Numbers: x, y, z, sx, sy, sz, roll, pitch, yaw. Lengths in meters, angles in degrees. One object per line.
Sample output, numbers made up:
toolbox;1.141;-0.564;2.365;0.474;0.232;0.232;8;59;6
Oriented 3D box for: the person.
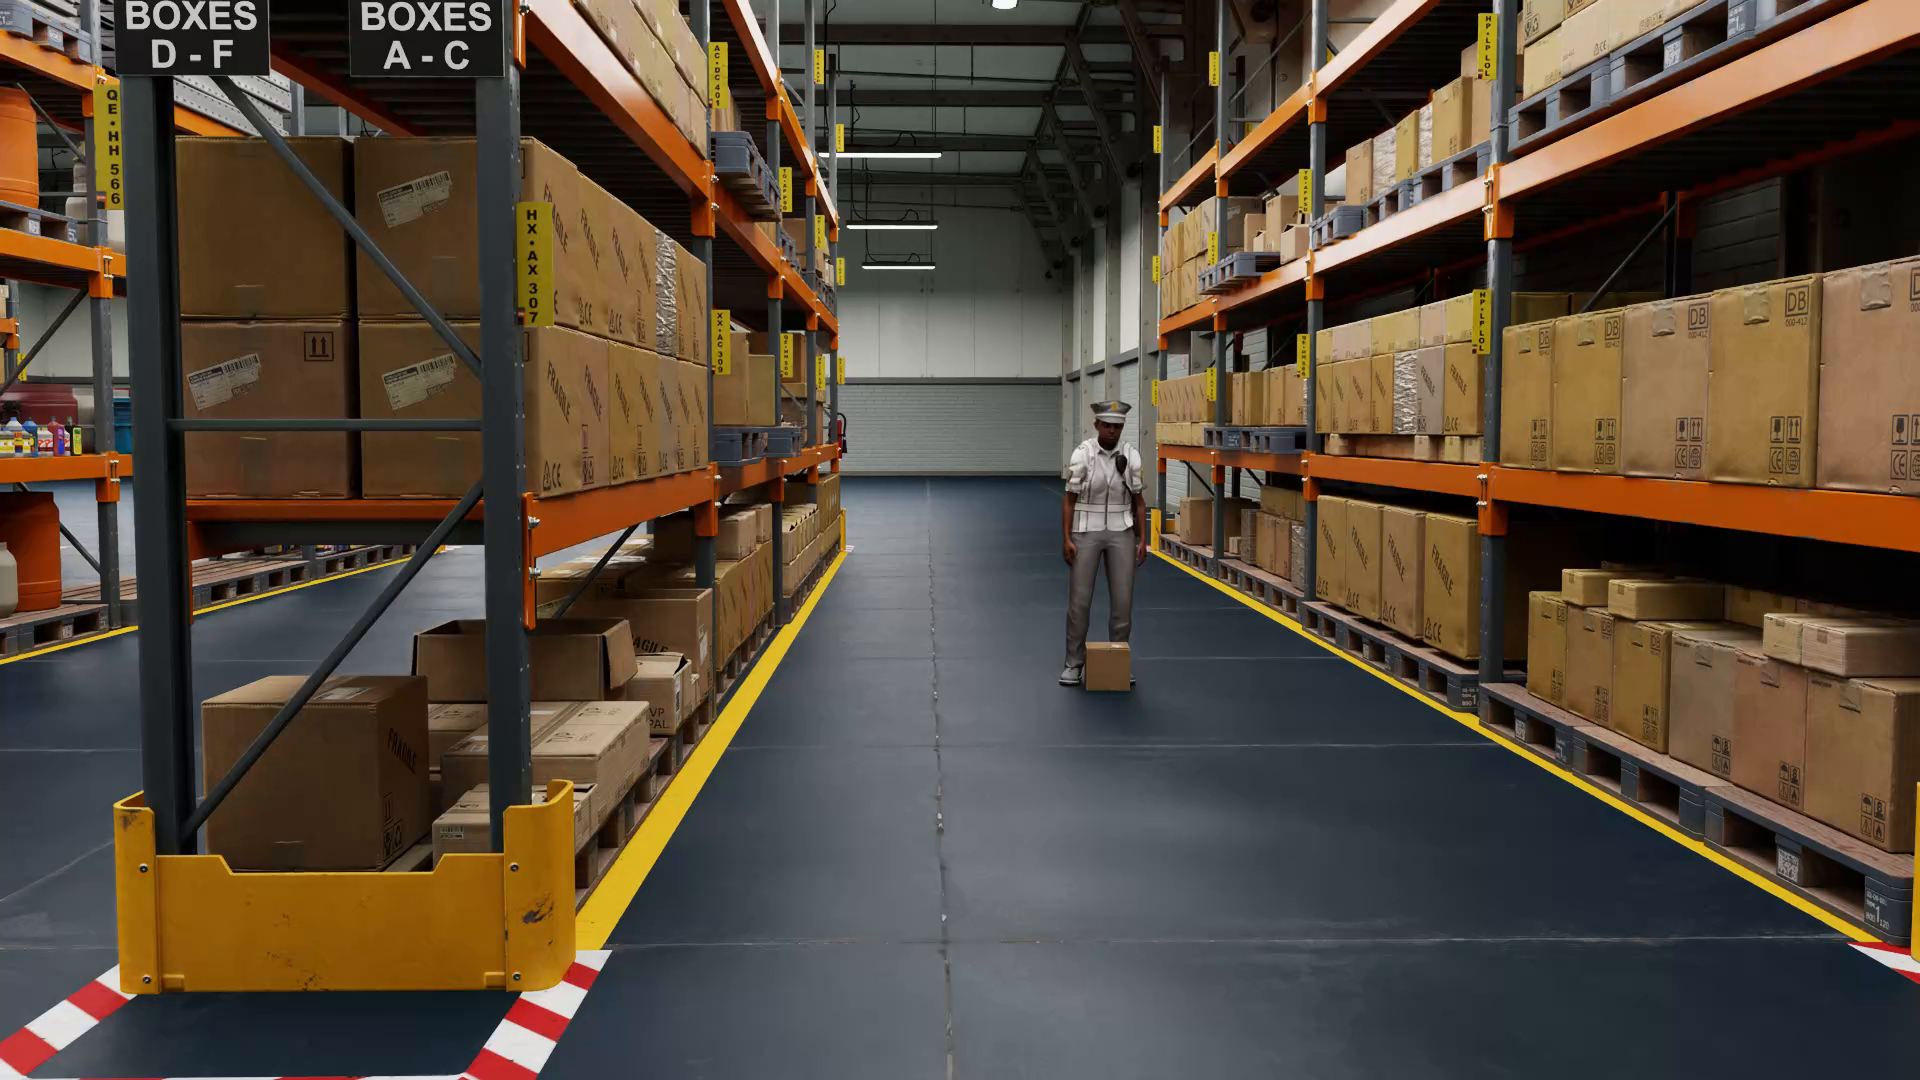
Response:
person;0.840;0.011;9.807;0.527;1.662;0.393;0;4;-4
